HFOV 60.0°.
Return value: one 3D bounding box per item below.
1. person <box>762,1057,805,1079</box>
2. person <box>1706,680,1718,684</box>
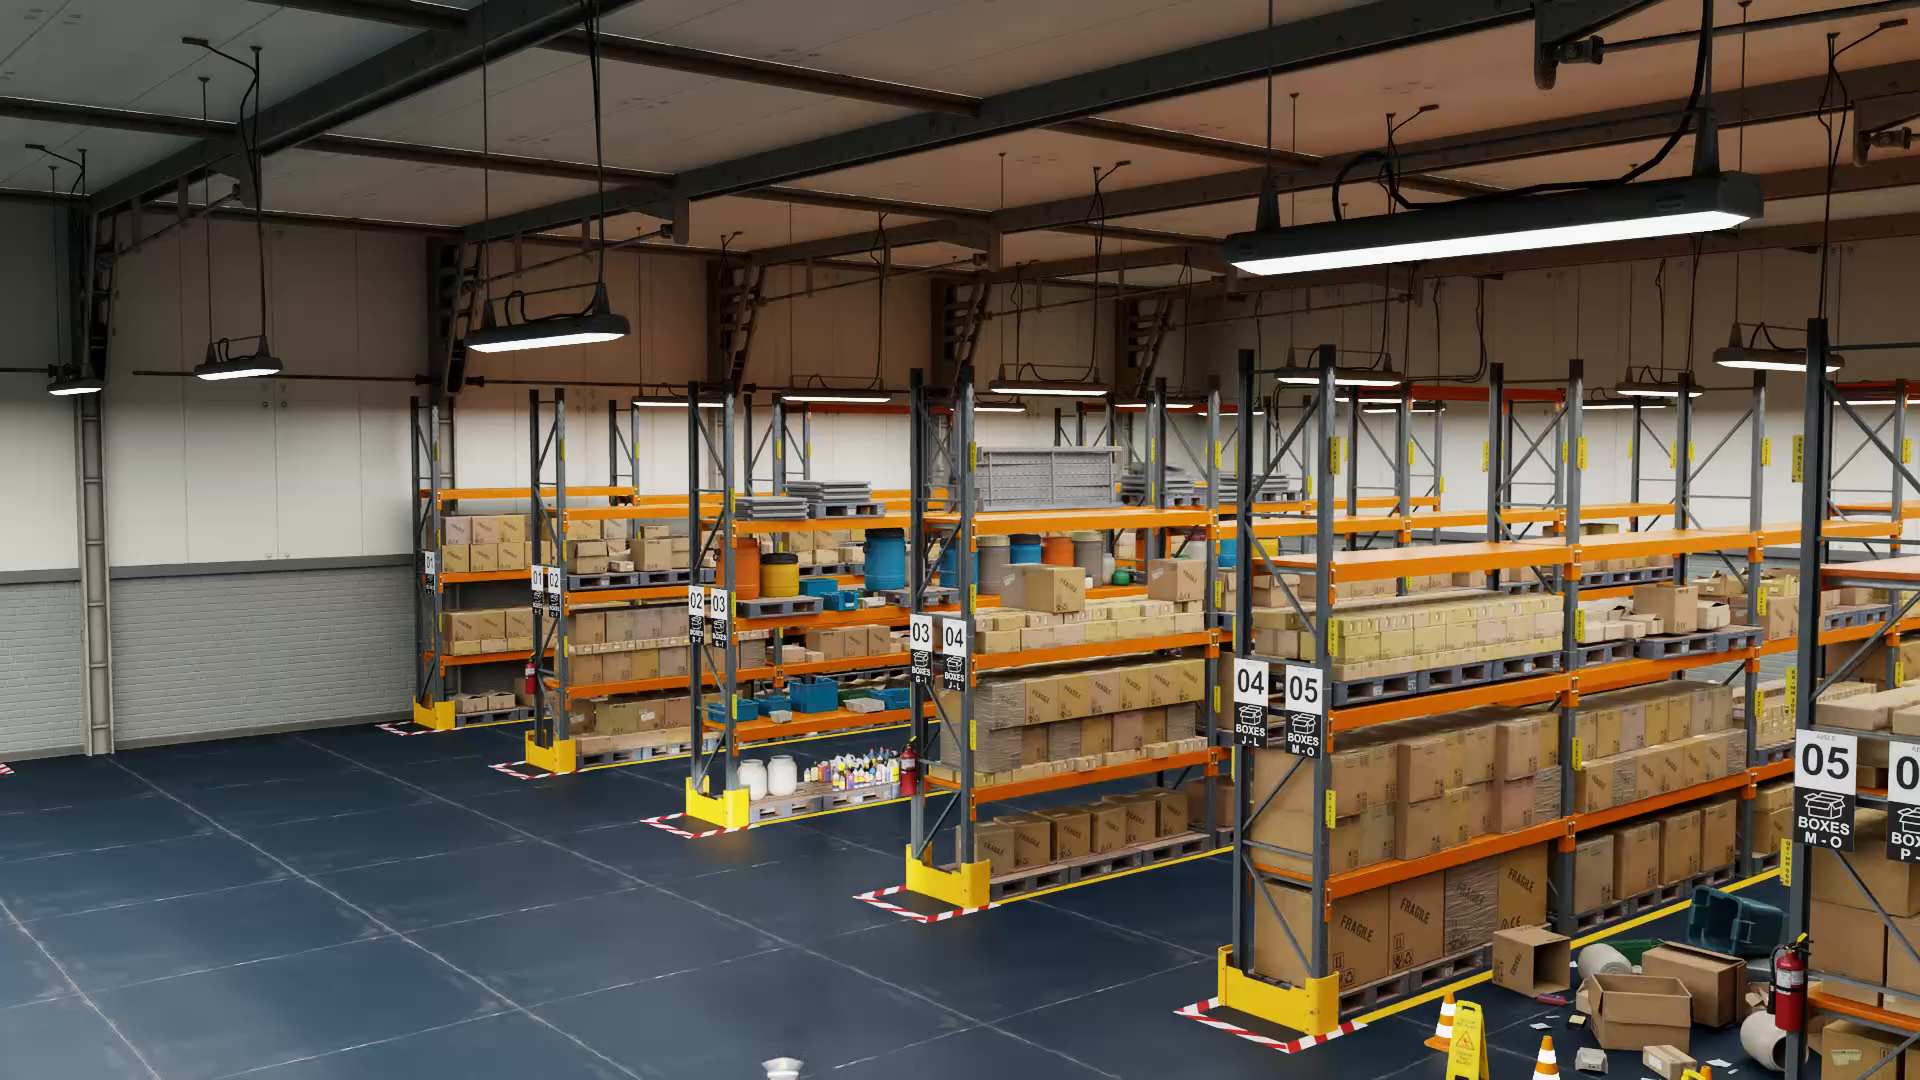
[{"bbox_3d":[-1.023,3.758,9.440,0.586,1.675,0.646,-1,3,-9],"label":"person"},{"bbox_3d":[10.806,2.884,23.837,0.874,1.779,0.664,-3,4,-37],"label":"person"}]
